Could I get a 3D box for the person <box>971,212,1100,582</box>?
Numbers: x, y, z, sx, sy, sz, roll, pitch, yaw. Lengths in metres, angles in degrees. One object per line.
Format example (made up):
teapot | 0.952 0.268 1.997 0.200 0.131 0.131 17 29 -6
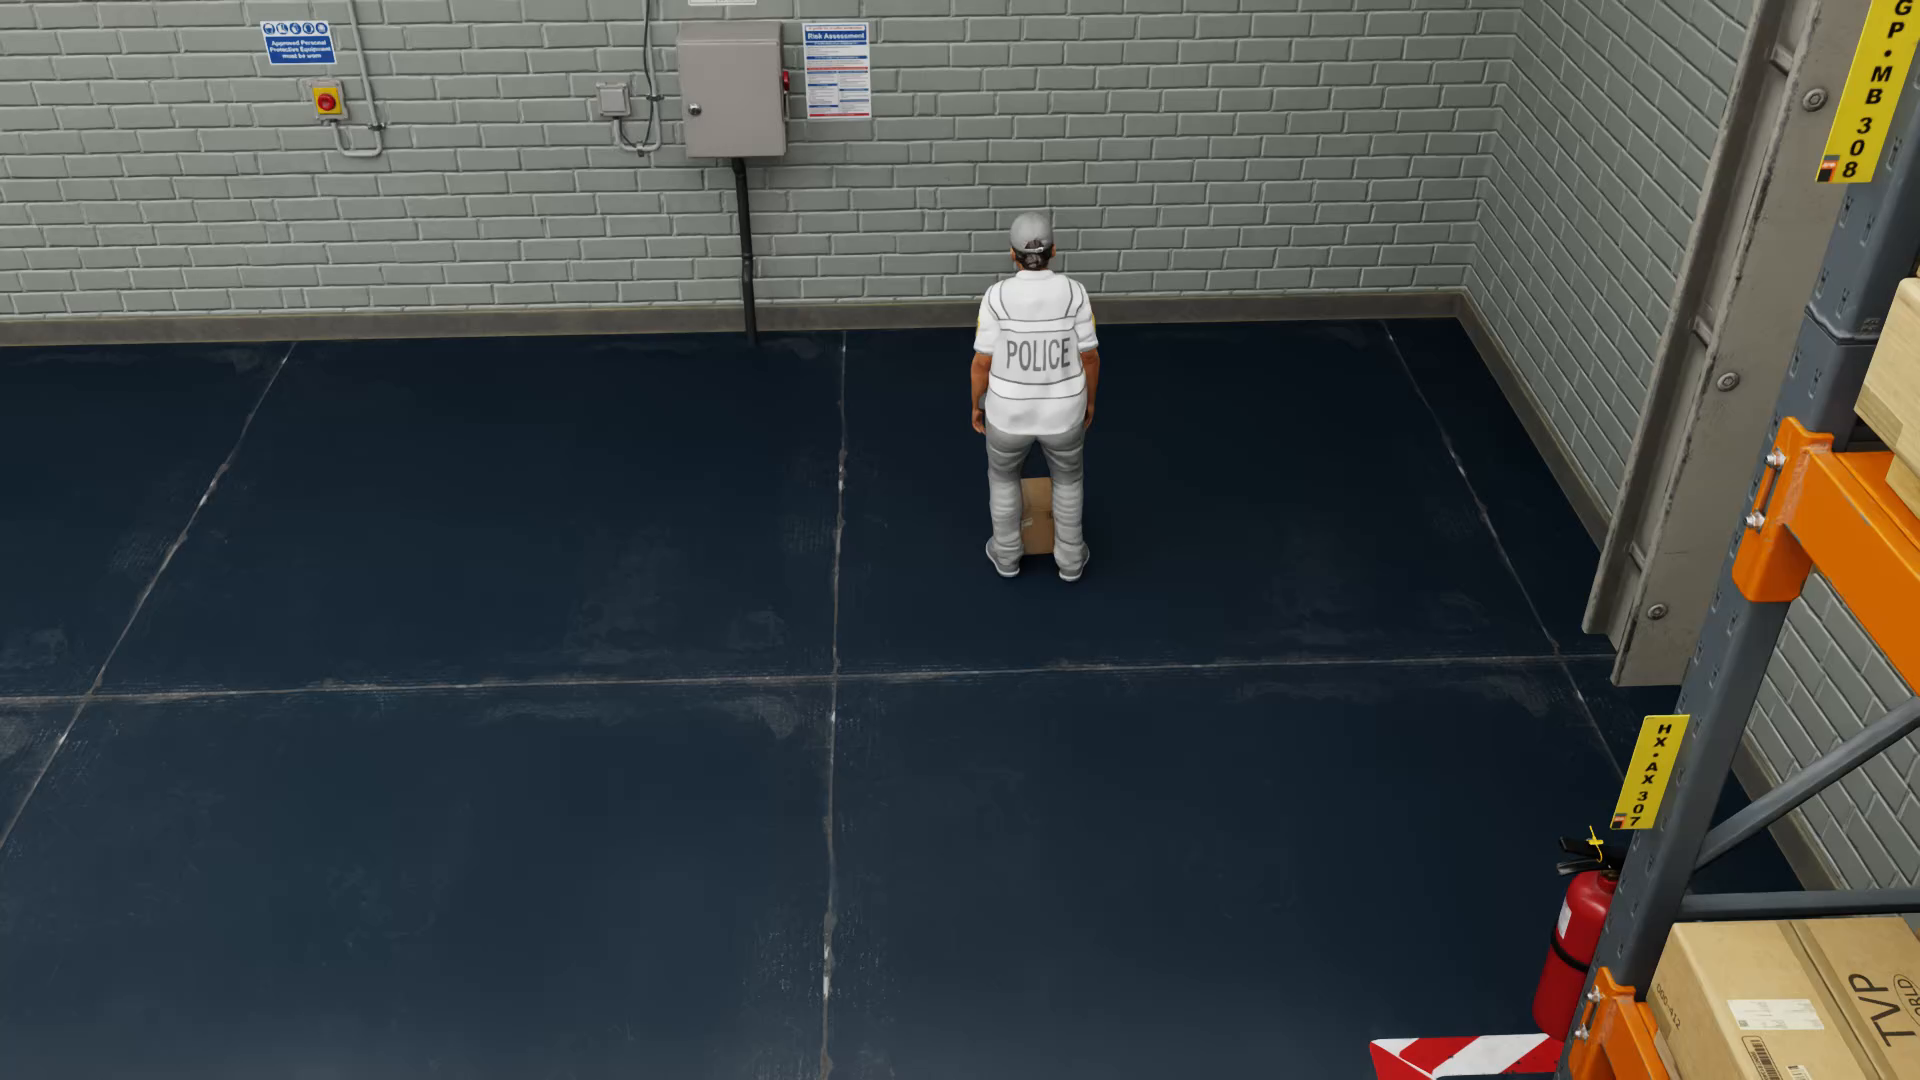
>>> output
person | 0.314 -0.557 6.922 0.546 1.666 0.472 -2 35 -3
